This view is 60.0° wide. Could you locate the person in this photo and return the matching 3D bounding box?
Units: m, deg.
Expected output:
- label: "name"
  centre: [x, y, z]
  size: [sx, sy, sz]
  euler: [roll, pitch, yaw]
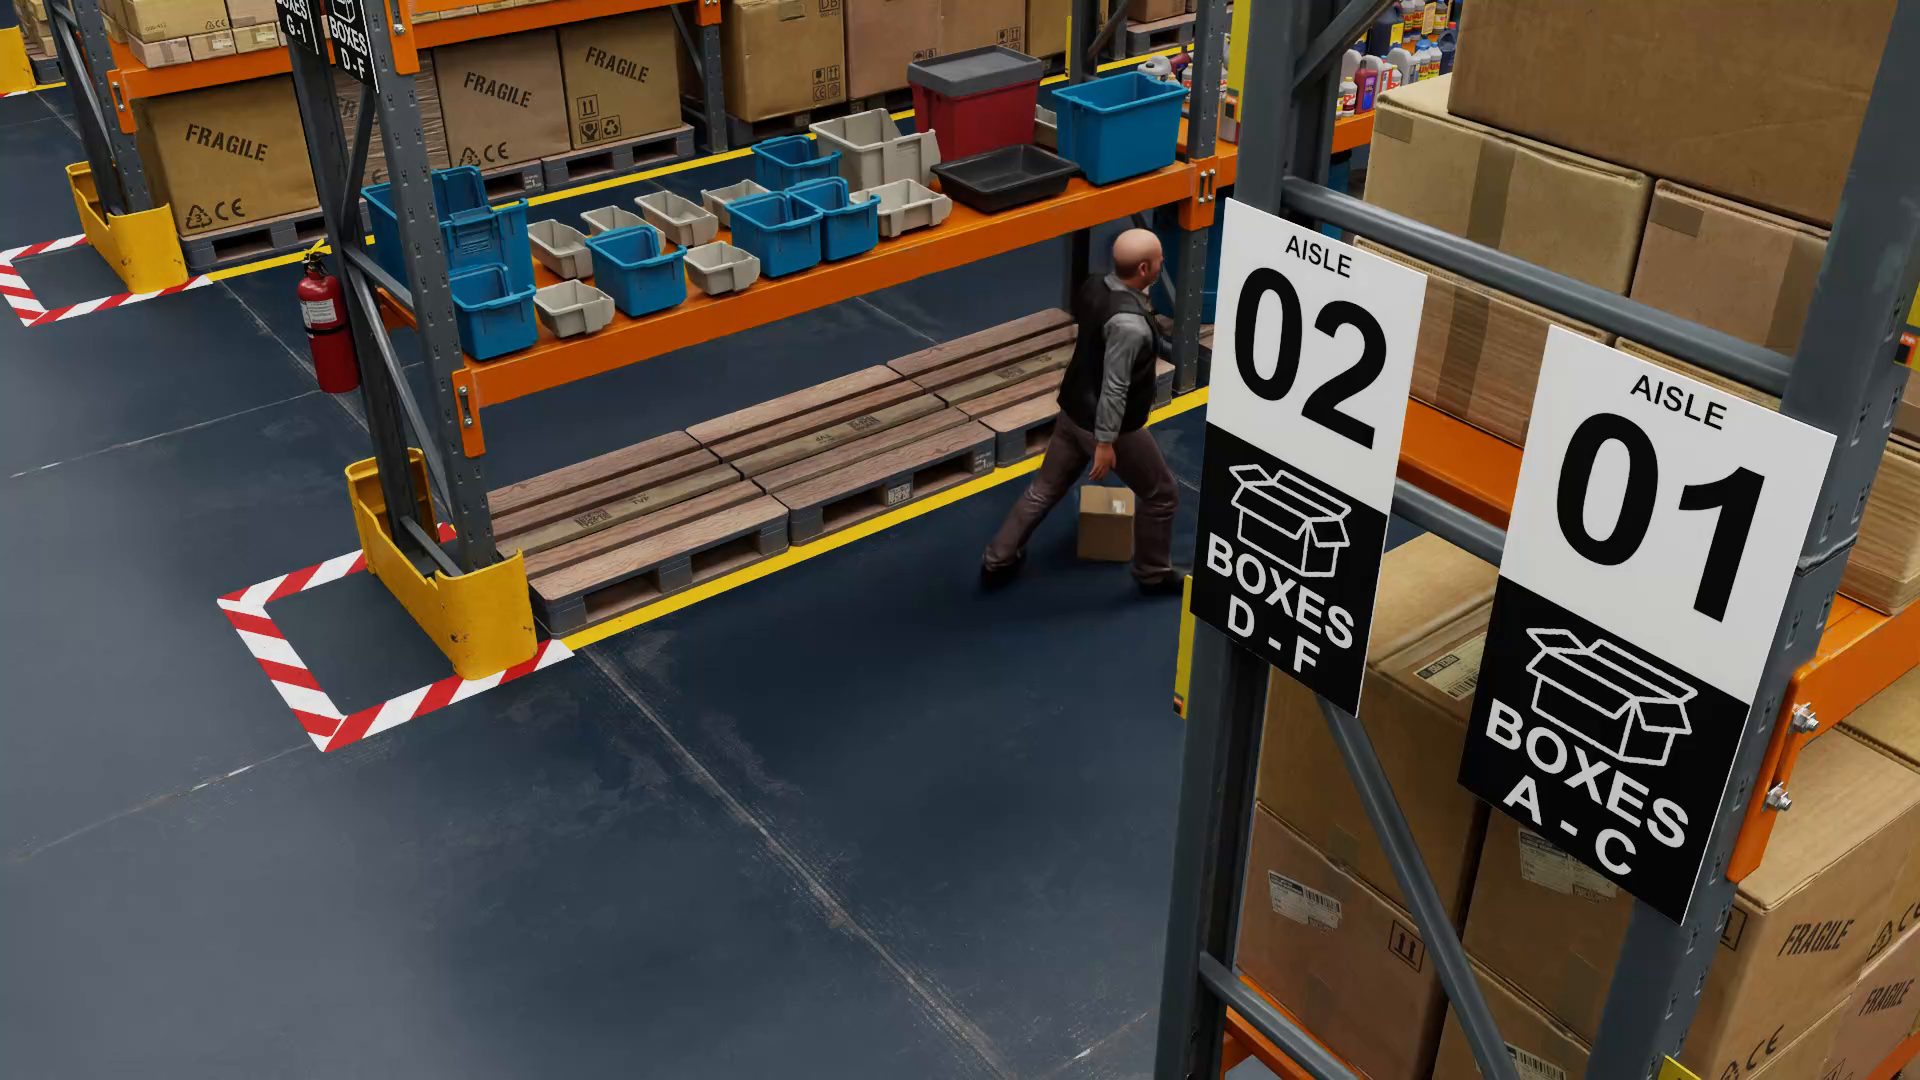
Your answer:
- label: "person"
  centre: [0.577, -0.516, 7.030]
  size: [0.958, 1.668, 0.569]
  euler: [-10, 33, -15]
